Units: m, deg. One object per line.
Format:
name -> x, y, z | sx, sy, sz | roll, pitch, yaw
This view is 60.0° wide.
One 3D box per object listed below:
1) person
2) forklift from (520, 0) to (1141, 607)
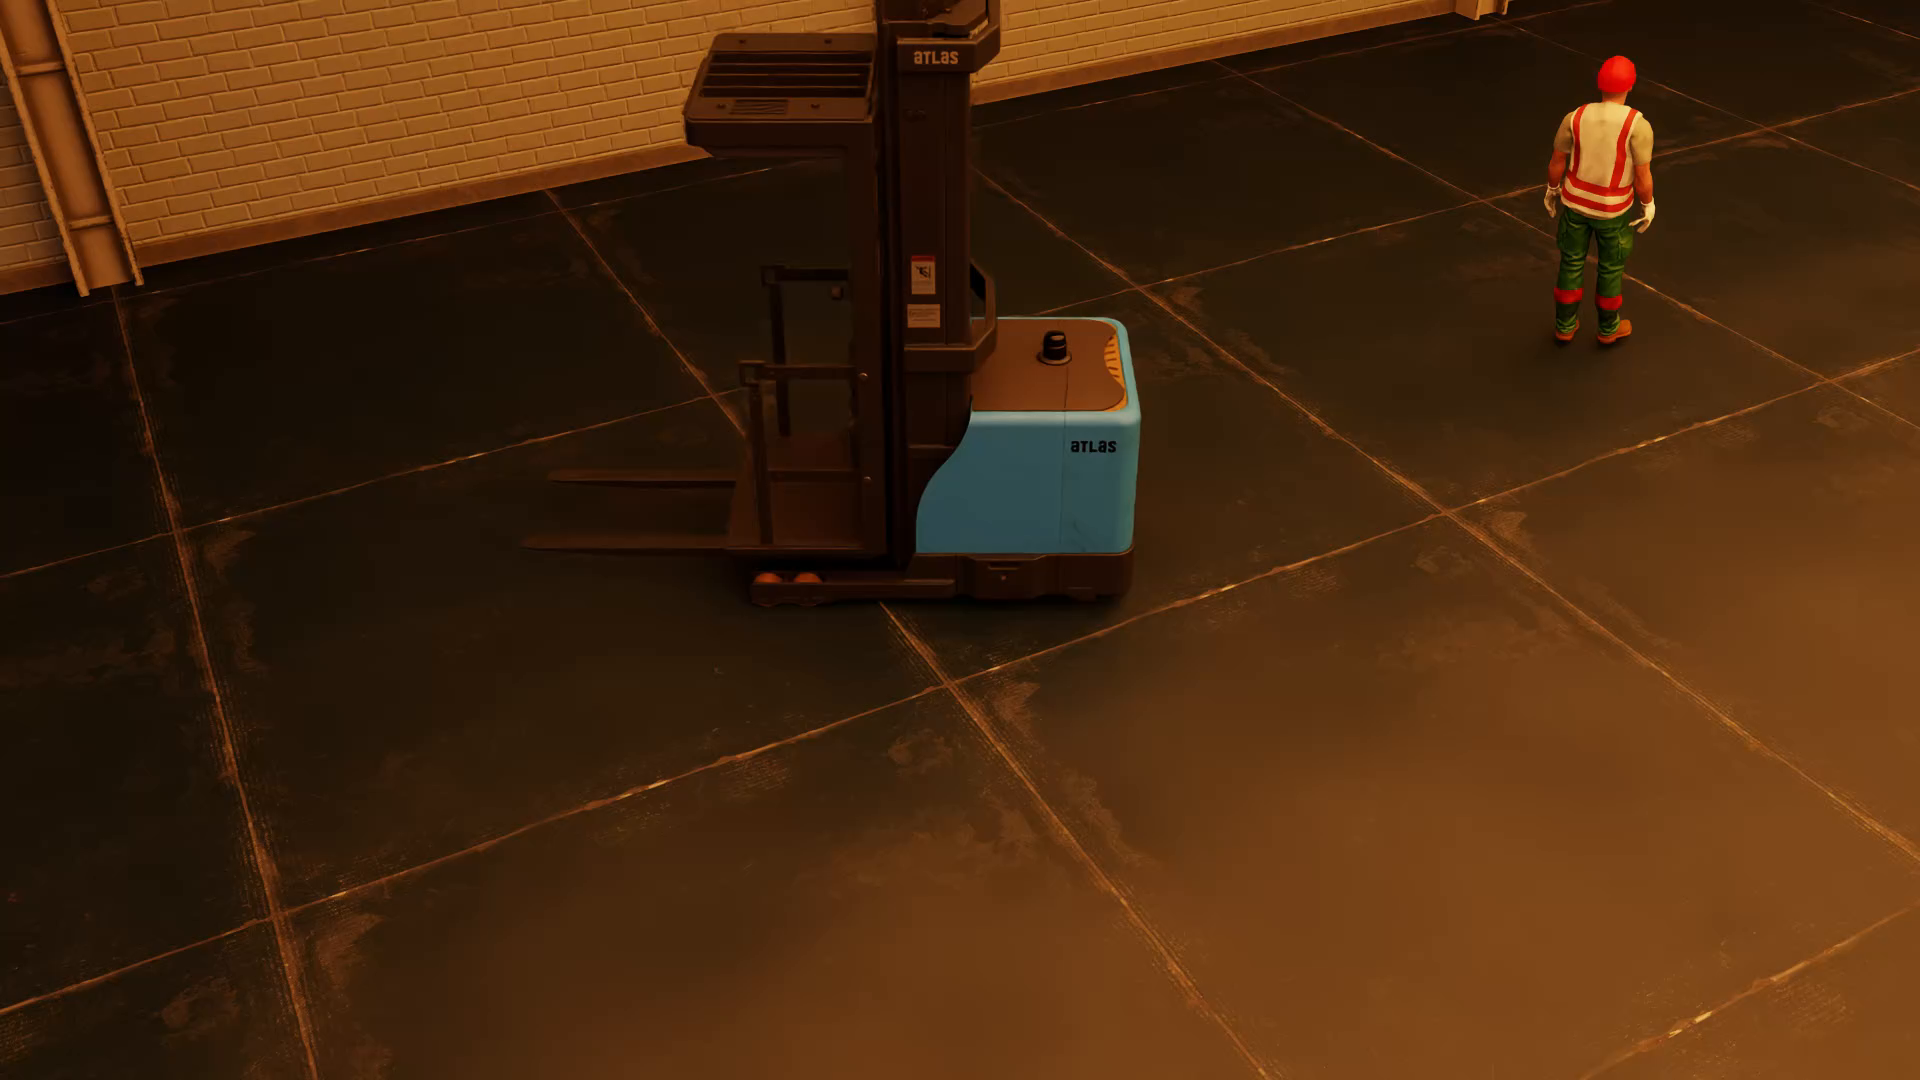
person -> 3.821, -2.023, 9.893 | 0.638, 1.789, 0.563 | 24, 42, 30
forklift -> -0.664, -1.174, 7.784 | 3.031, 2.935, 1.130 | 0, 35, 0
